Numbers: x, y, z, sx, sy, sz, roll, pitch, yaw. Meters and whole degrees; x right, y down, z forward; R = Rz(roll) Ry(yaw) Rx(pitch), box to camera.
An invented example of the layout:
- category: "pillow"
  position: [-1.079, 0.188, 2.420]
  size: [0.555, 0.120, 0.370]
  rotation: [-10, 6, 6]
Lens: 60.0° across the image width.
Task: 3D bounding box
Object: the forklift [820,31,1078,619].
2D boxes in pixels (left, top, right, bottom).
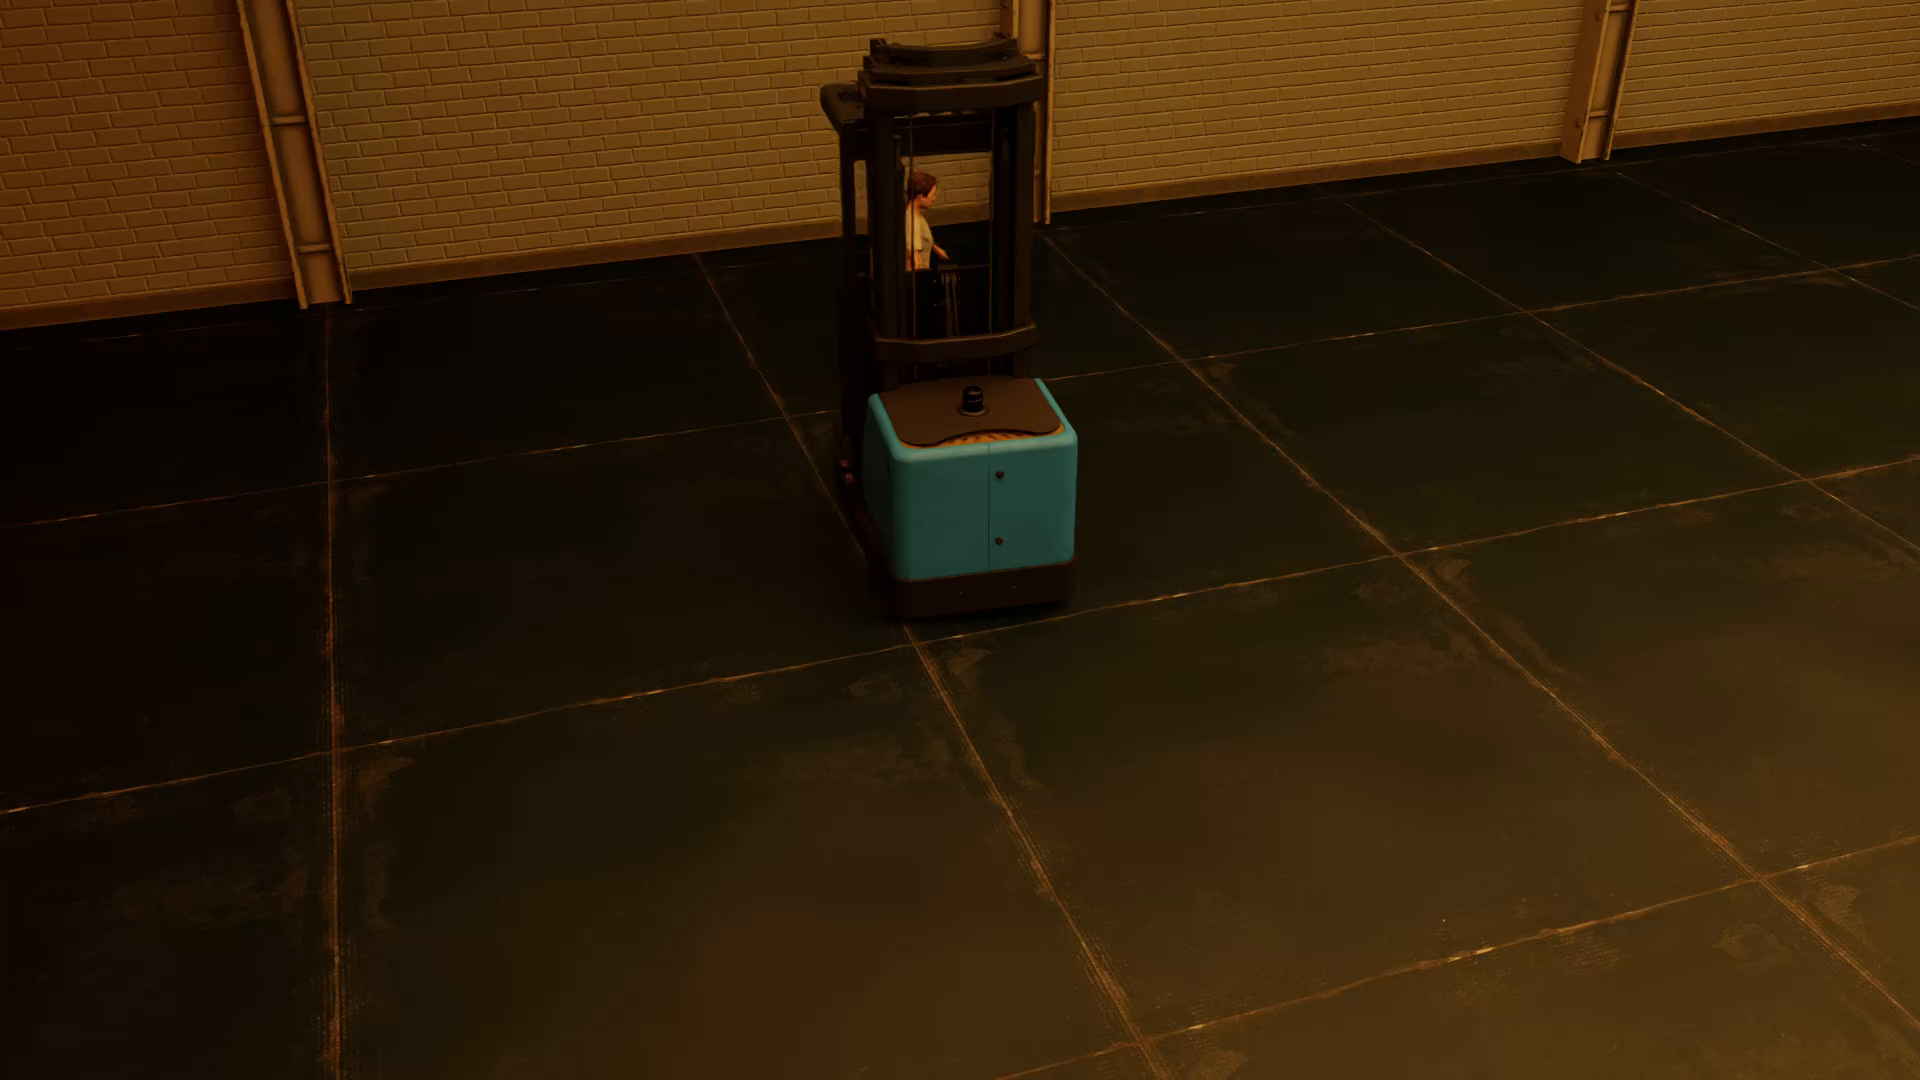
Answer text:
- category: "forklift"
  position: [-0.181, -1.560, 9.798]
  size: [1.130, 2.935, 3.031]
  rotation: [-7, 31, -11]

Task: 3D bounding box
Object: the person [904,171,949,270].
- category: "person"
  position: [-0.263, -1.844, 11.732]
  size: [0.752, 1.548, 0.879]
  rotation: [-3, 30, -5]
